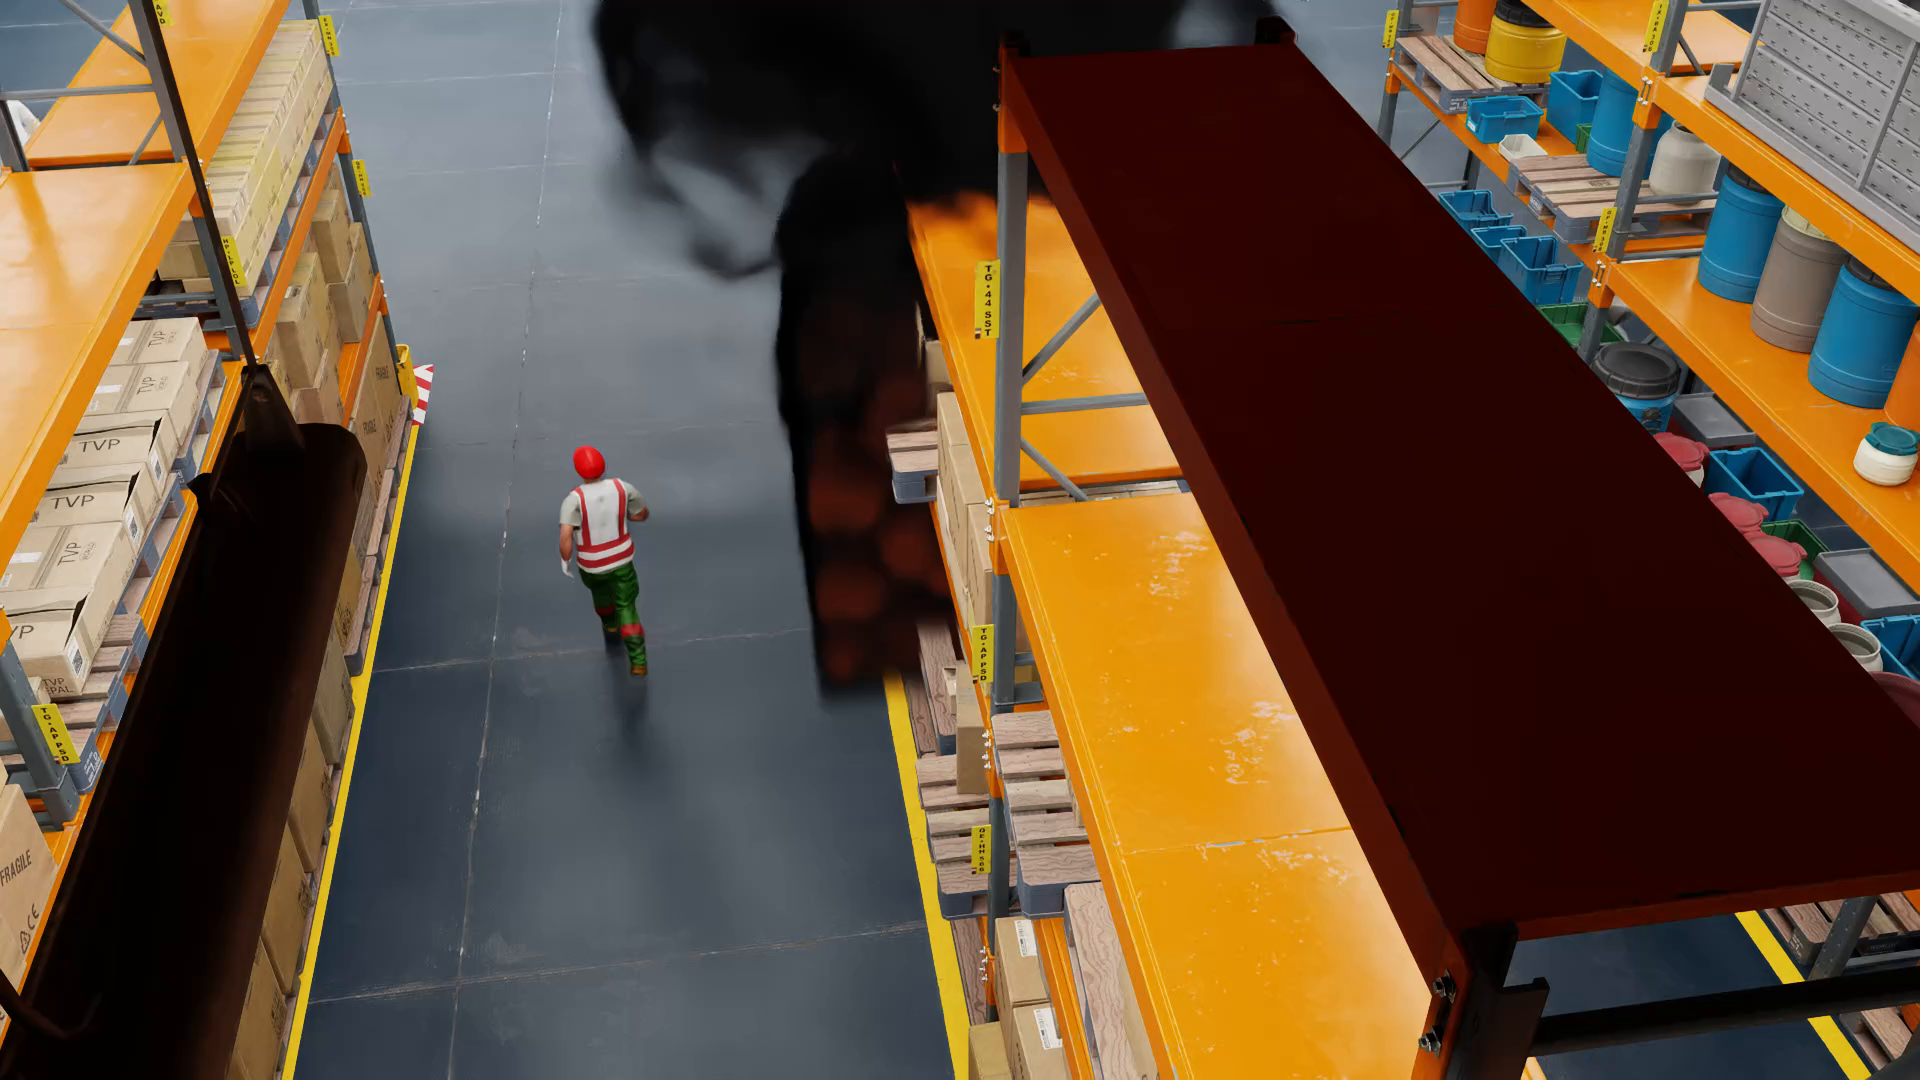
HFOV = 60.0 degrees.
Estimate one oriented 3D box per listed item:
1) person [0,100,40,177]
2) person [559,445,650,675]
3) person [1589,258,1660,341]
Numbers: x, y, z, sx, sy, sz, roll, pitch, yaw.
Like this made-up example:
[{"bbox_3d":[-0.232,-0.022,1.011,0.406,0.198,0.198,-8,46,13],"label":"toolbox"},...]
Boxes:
[{"bbox_3d":[-9.728,-3.842,17.293,1.083,1.742,0.754,23,42,28],"label":"person"},{"bbox_3d":[-2.451,0.152,11.652,0.687,1.692,0.917,-16,39,-20],"label":"person"},{"bbox_3d":[5.962,-2.160,14.997,0.555,1.654,0.549,-11,38,-15],"label":"person"}]
